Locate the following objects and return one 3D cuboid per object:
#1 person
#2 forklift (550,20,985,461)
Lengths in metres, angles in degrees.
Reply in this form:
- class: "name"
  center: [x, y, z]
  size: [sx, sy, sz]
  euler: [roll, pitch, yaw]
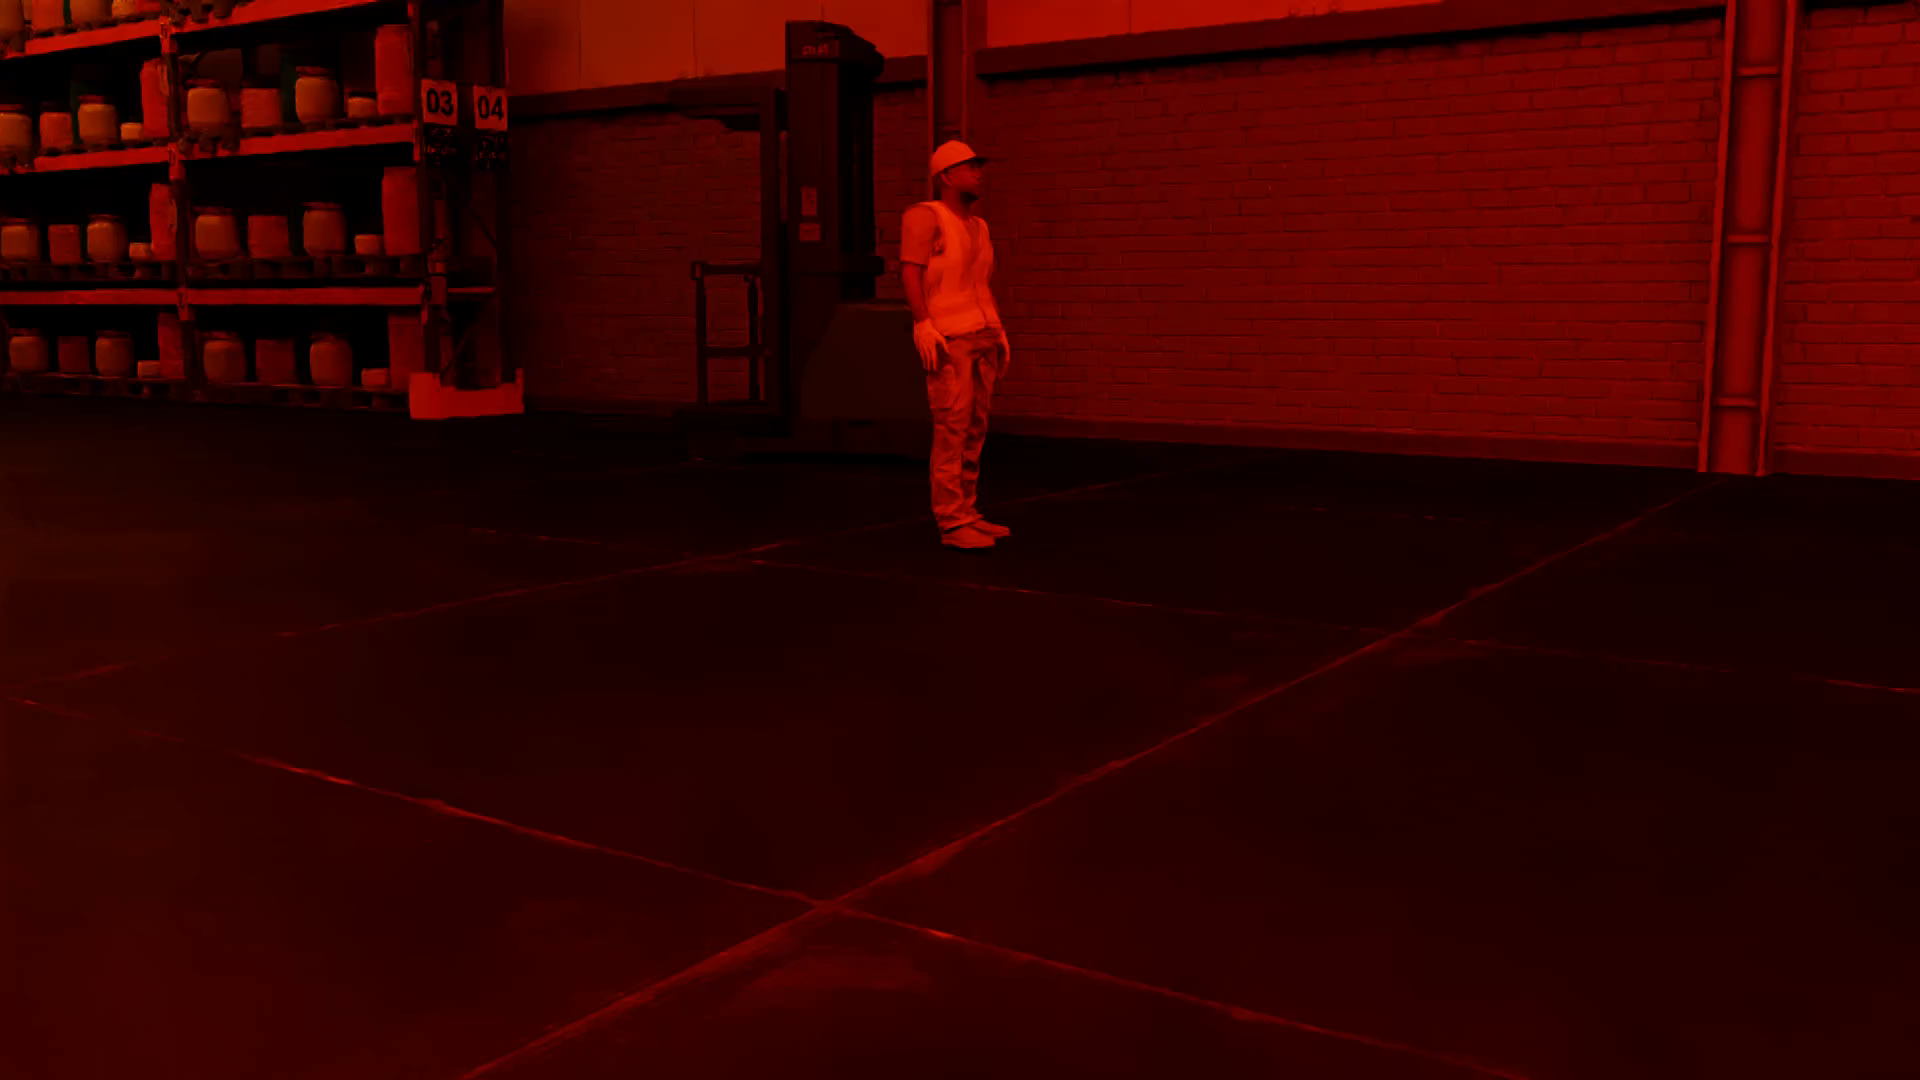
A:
- class: "person"
  center: [0.055, -0.883, 7.431]
  size: [0.576, 1.782, 0.655]
  euler: [5, 10, 34]
- class: "forklift"
  center: [-1.394, -2.063, 11.700]
  size: [3.031, 2.935, 1.130]
  euler: [2, 8, 14]
